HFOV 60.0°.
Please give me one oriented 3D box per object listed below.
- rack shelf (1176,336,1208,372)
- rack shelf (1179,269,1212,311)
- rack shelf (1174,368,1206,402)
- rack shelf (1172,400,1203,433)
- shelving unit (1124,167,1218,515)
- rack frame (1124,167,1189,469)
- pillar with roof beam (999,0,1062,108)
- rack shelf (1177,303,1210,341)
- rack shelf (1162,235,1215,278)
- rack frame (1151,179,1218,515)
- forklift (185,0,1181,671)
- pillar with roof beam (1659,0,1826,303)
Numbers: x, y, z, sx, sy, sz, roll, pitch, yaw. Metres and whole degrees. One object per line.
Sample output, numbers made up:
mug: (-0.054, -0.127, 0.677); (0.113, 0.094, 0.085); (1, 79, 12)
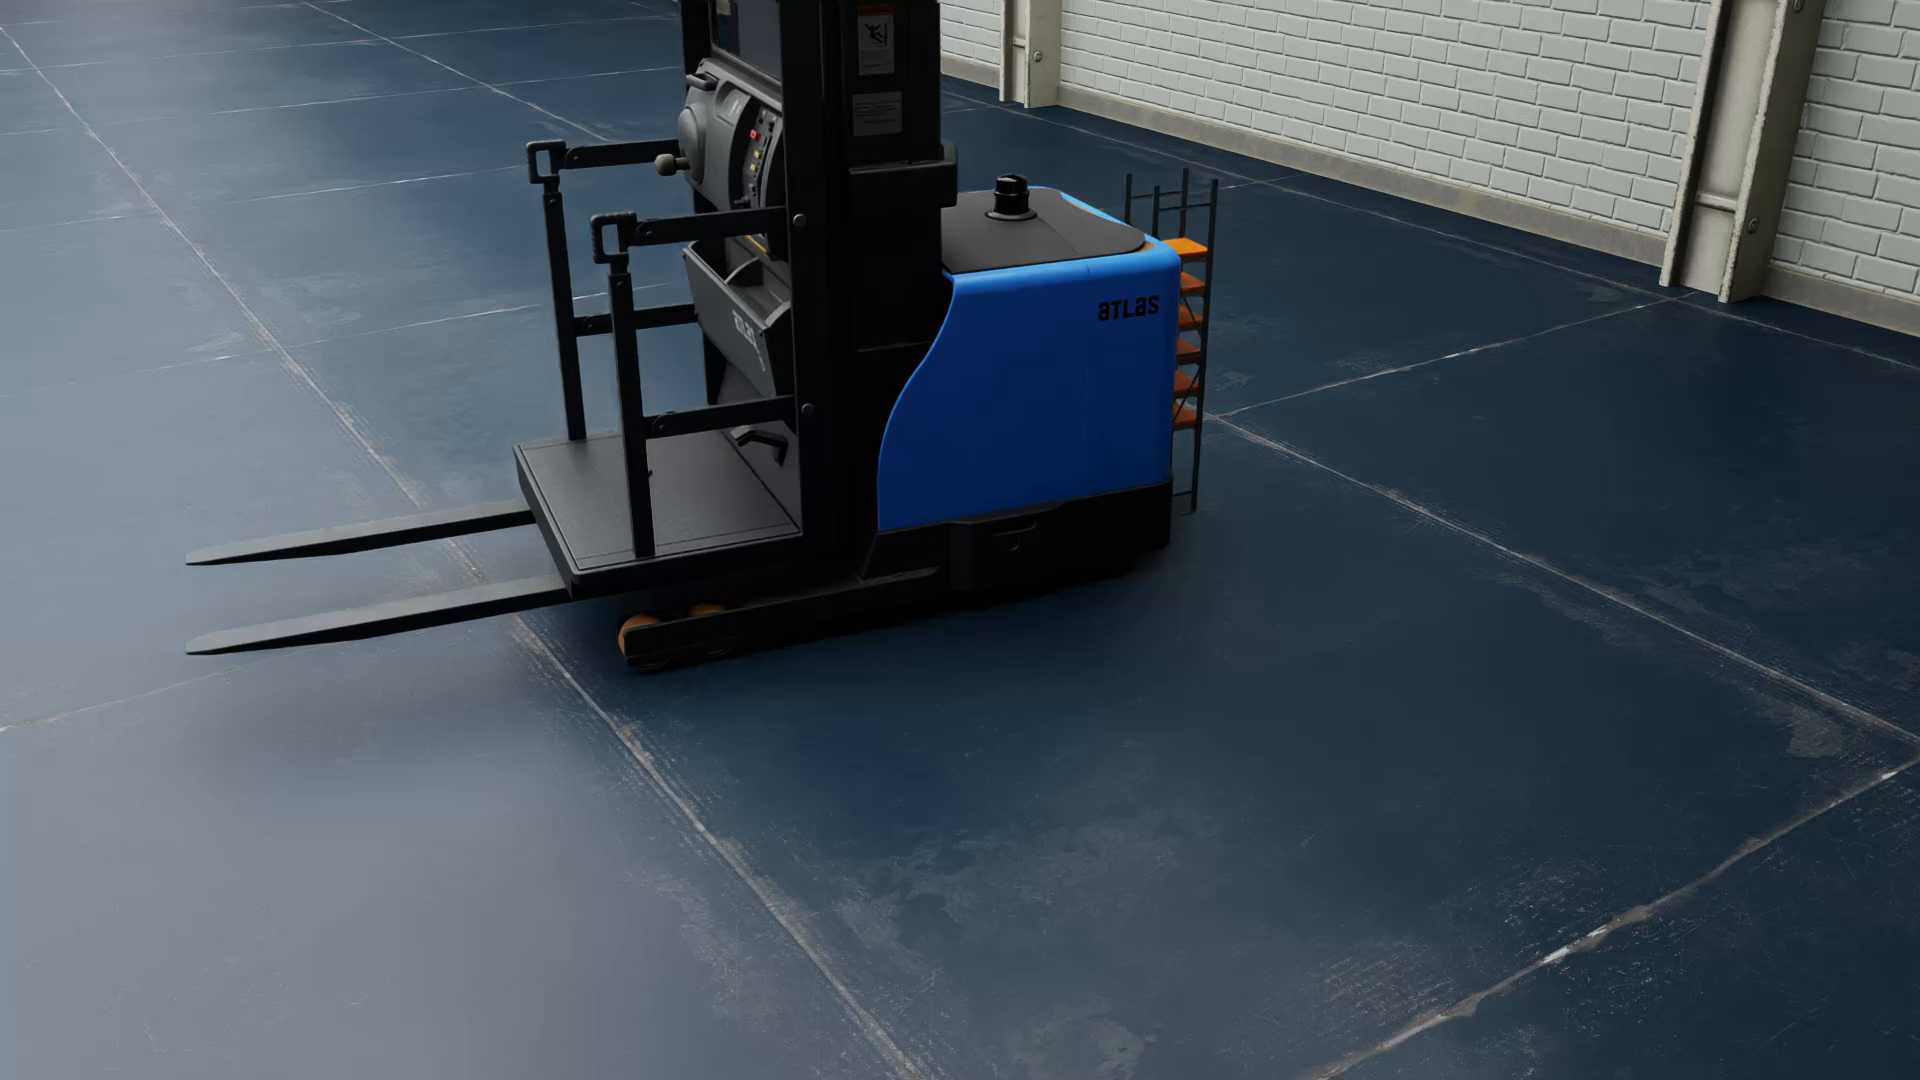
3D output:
rack shelf: (0.697, -0.615, 5.752); (0.258, 0.103, 0.180); (-11, 27, -22)
rack shelf: (0.697, -0.833, 5.650); (0.258, 0.103, 0.180); (-11, 27, -22)
rack shelf: (0.697, -0.507, 5.804); (0.258, 0.103, 0.180); (-11, 27, -22)
rack shelf: (0.697, -0.398, 5.855); (0.258, 0.103, 0.180); (-11, 27, -22)
shelving unit: (0.697, -0.656, 5.733); (0.258, 1.200, 0.189); (-11, 27, -22)
rack frame: (0.660, -0.691, 5.809); (0.240, 1.200, 0.006); (-11, 27, -22)
pillar with roof beam: (-3.063, -6.490, 8.957); (9.100, 9.000, 0.400); (-16, 29, -30)
rack shelf: (0.697, -0.724, 5.701); (0.258, 0.103, 0.180); (-11, 27, -22)
rack shelf: (0.697, -0.941, 5.599); (0.258, 0.103, 0.180); (-11, 27, -22)
rack frame: (0.735, -0.620, 5.658); (0.240, 1.200, 0.006); (-11, 27, -22)
forklift: (-0.862, -1.195, 4.847); (3.031, 2.935, 1.130); (-10, 27, -21)
pillar with roof beam: (0.212, -4.344, 4.411); (9.100, 9.000, 0.400); (-16, 29, -30)
